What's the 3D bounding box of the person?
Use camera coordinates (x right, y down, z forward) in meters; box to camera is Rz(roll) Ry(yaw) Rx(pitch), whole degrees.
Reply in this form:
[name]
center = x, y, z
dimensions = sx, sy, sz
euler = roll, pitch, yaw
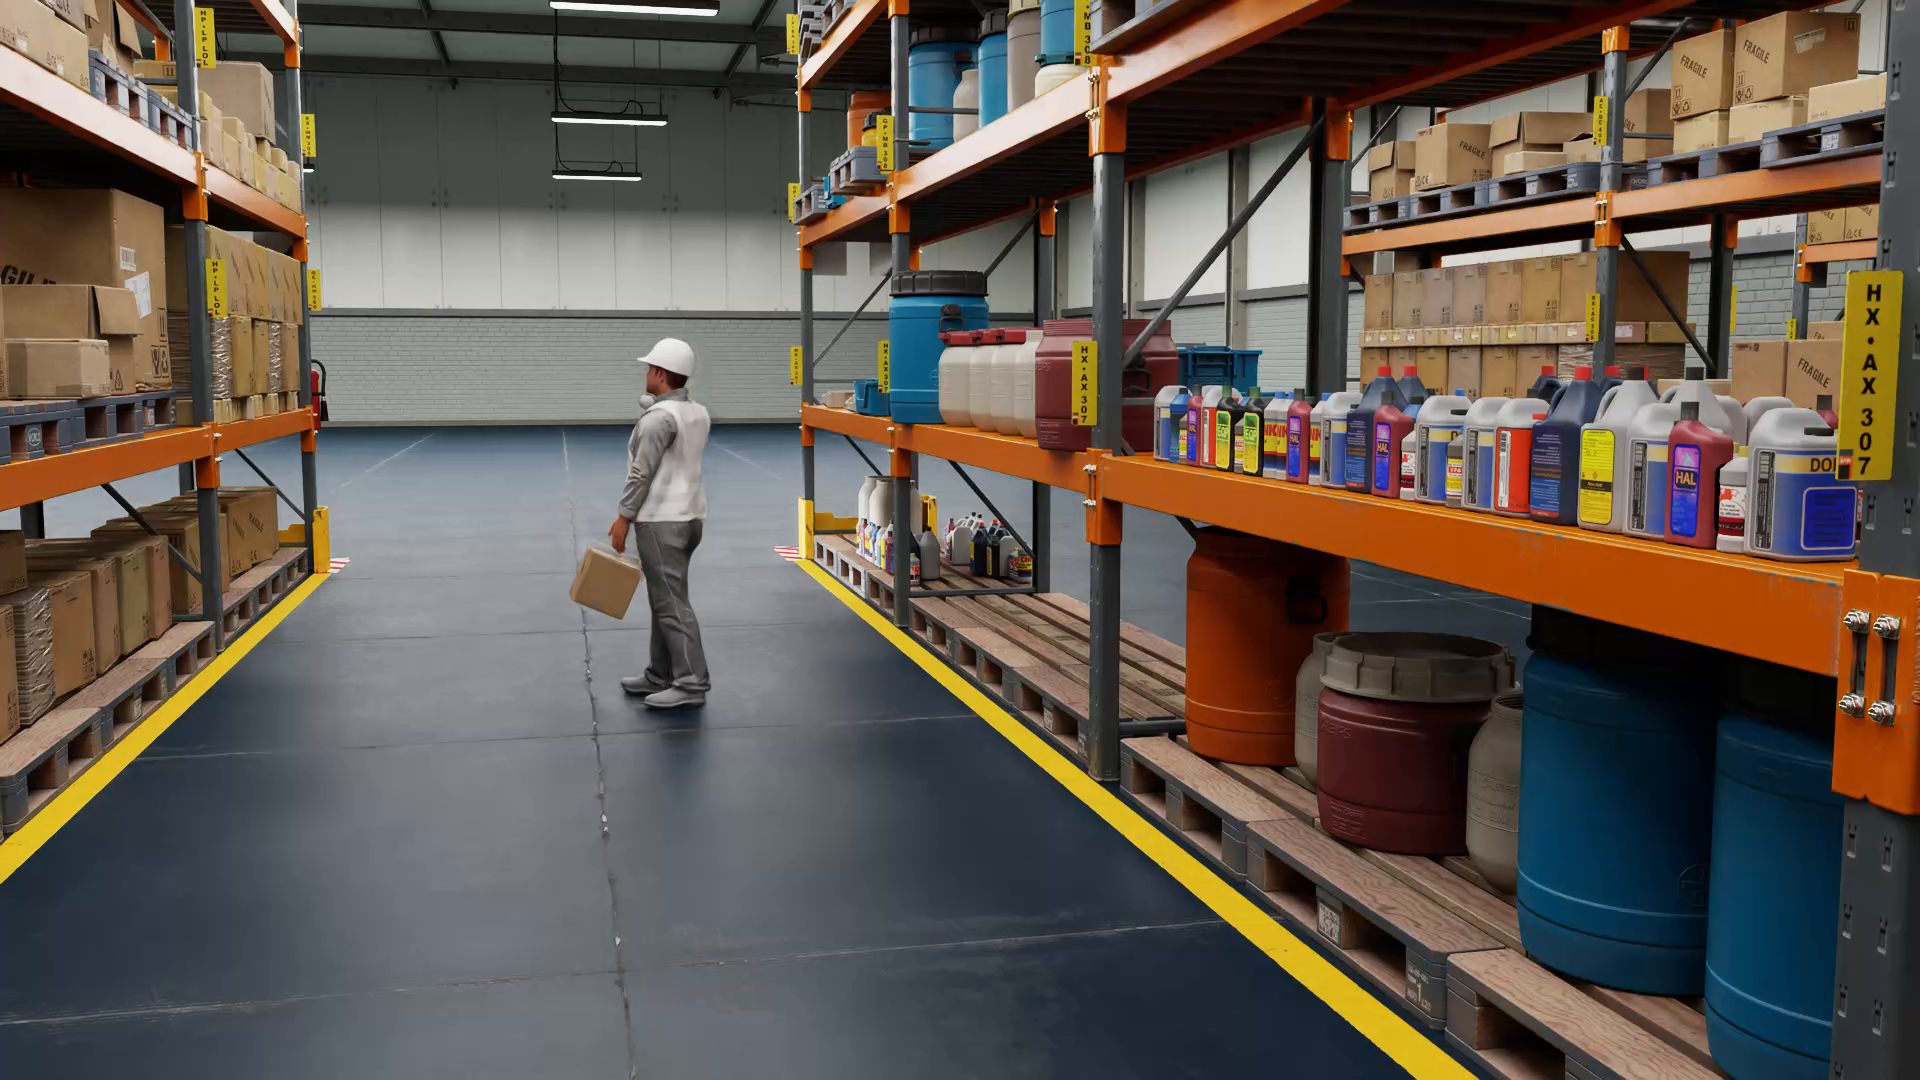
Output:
[person]
center = -1.481, -0.087, 8.110
dimensions = 0.583, 1.777, 0.598
euler = 2, 6, 15
